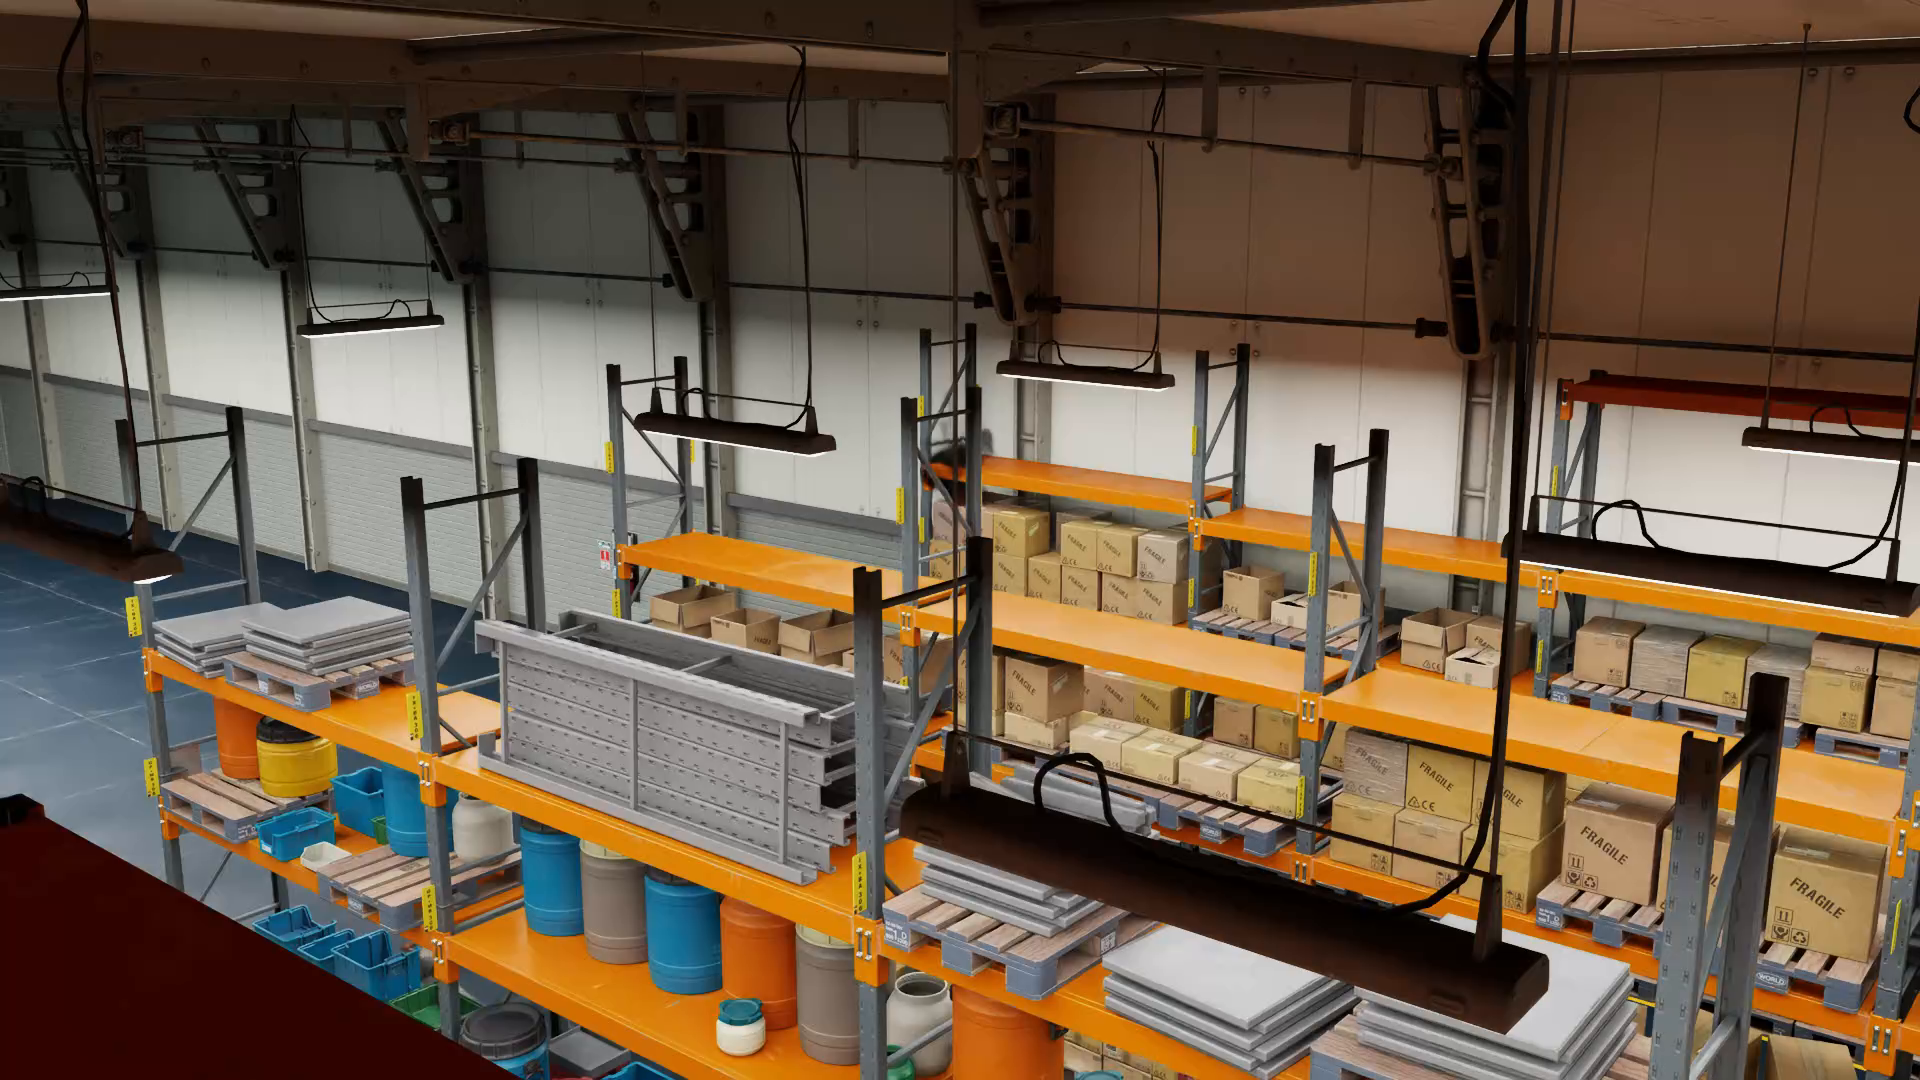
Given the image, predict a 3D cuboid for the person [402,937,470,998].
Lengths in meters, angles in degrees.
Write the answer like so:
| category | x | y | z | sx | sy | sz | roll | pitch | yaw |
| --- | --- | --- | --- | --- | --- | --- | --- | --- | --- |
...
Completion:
| category | x | y | z | sx | sy | sz | roll | pitch | yaw |
| --- | --- | --- | --- | --- | --- | --- | --- | --- | --- |
| person | -4.952 | 3.838 | 15.541 | 0.616 | 1.646 | 0.568 | 5 | 14 | 23 |
